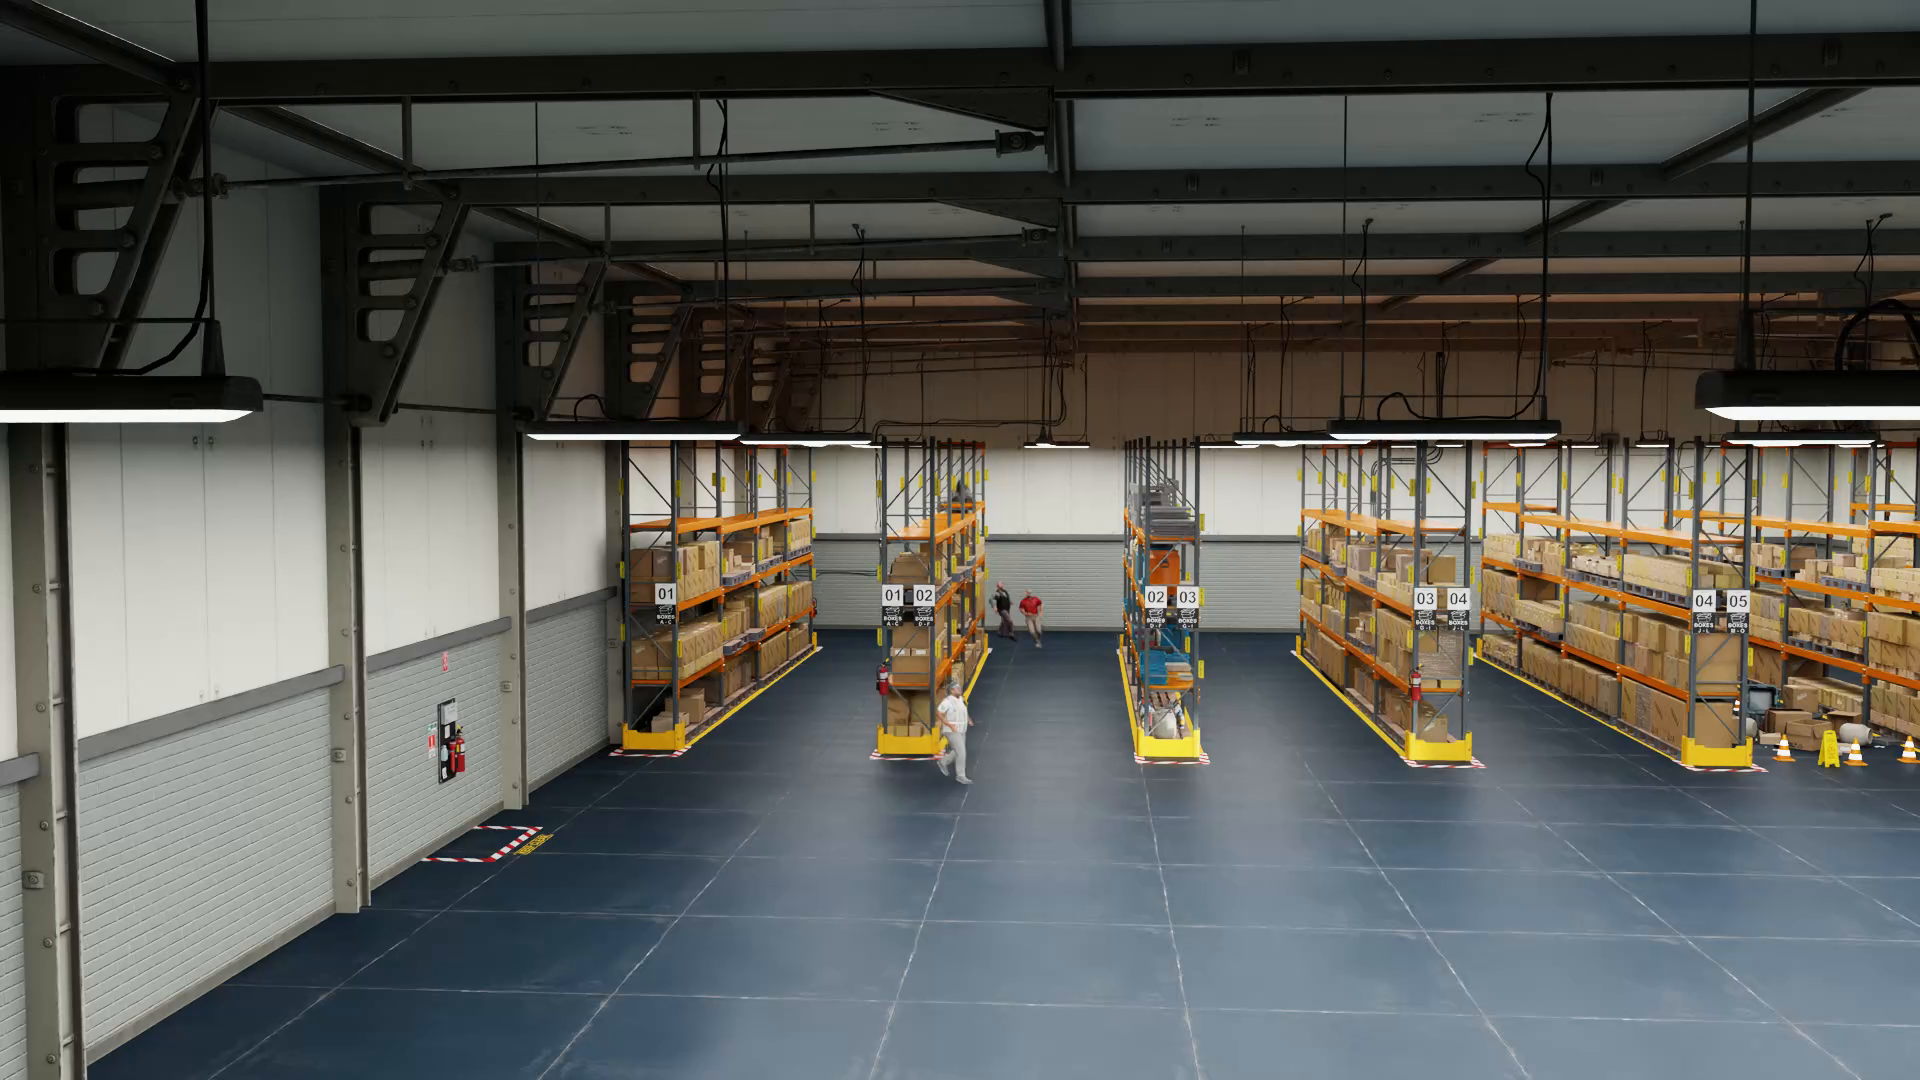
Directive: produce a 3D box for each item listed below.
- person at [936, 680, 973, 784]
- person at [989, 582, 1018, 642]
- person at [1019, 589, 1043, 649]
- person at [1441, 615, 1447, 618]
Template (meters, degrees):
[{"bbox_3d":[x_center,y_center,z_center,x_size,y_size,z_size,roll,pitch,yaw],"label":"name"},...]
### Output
[{"bbox_3d":[-0.117,3.302,28.780,0.781,1.780,0.670,2,4,30],"label":"person"},{"bbox_3d":[1.302,2.070,48.186,0.770,1.733,0.691,2,4,36],"label":"person"},{"bbox_3d":[1.984,2.204,46.202,0.672,1.680,0.515,0,3,1],"label":"person"},{"bbox_3d":[13.317,2.386,46.898,0.671,1.706,0.748,-2,4,-32],"label":"person"}]
